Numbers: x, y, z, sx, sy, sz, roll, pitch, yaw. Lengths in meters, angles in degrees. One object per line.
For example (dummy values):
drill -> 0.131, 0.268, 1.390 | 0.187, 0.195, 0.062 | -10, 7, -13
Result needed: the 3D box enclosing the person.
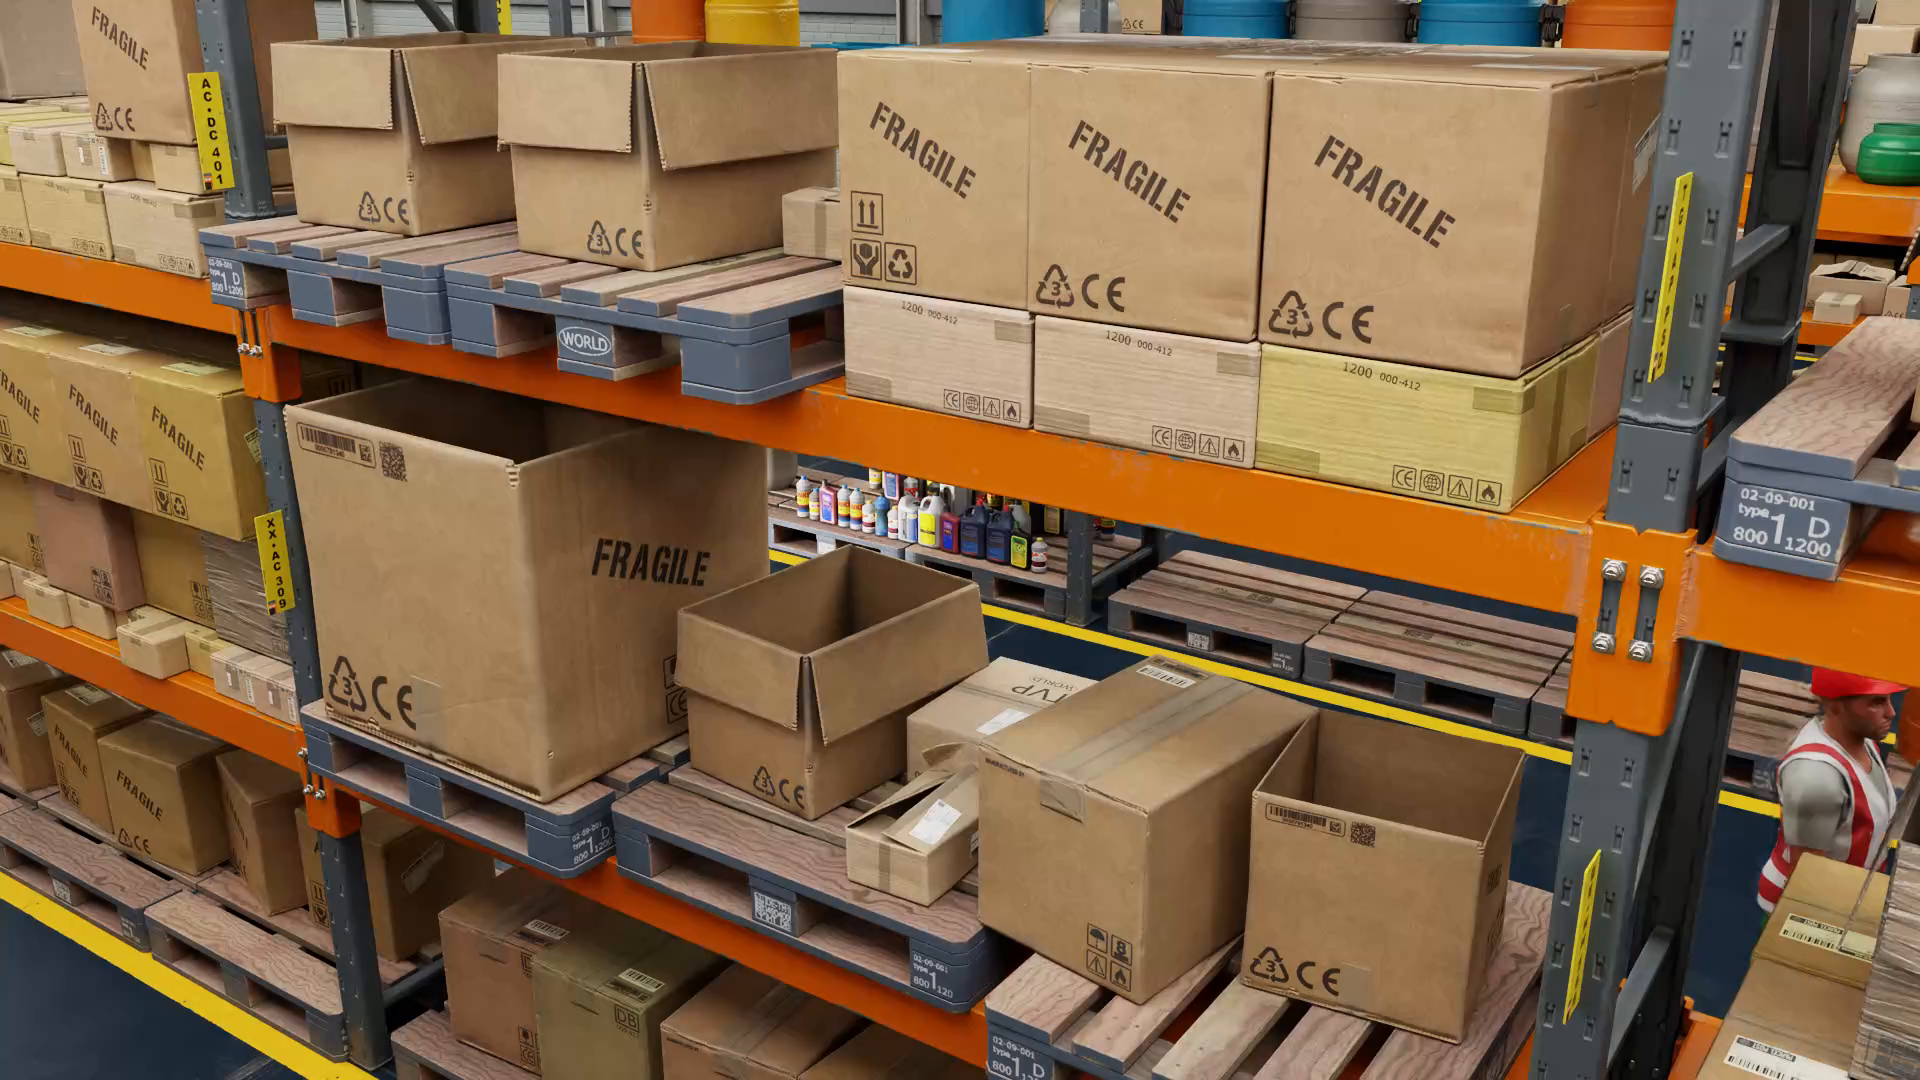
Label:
person -> 2.717, 1.196, 5.188 | 0.601, 1.839, 0.571 | -18, 27, -42
